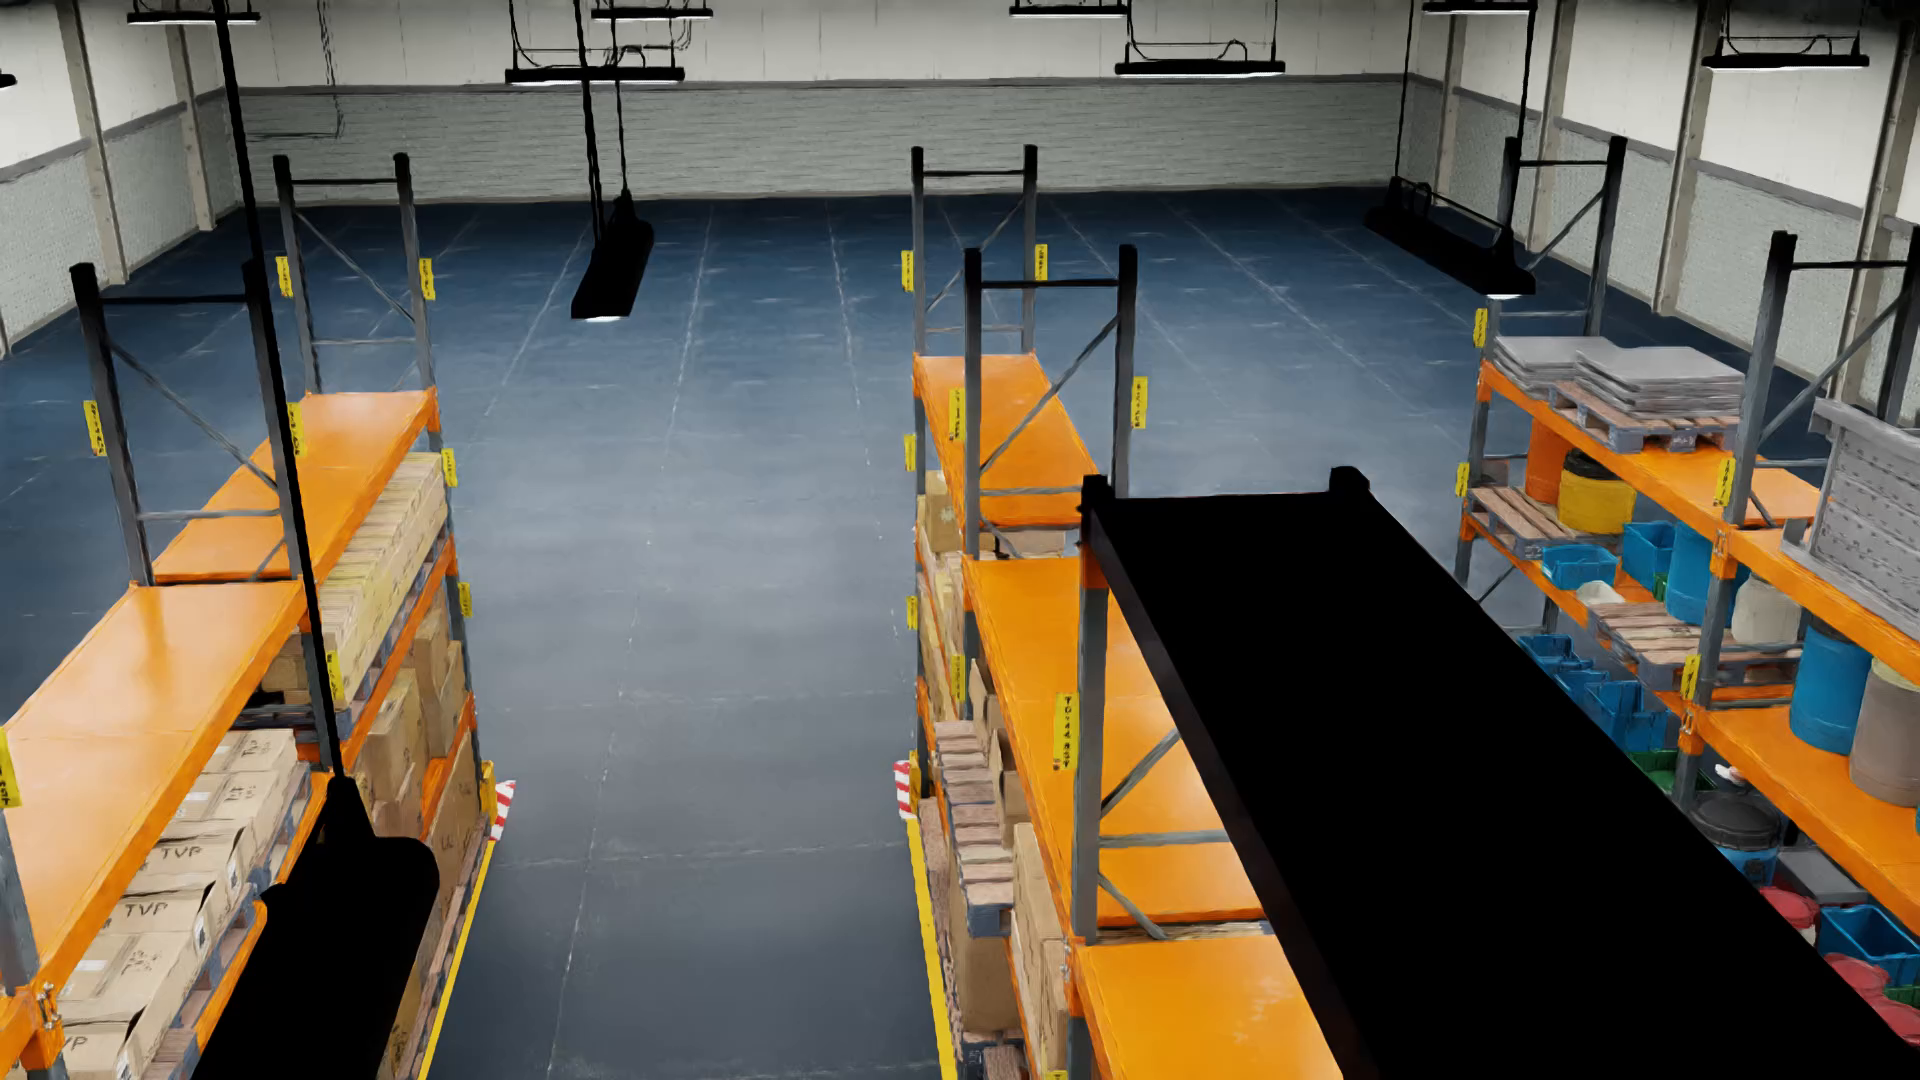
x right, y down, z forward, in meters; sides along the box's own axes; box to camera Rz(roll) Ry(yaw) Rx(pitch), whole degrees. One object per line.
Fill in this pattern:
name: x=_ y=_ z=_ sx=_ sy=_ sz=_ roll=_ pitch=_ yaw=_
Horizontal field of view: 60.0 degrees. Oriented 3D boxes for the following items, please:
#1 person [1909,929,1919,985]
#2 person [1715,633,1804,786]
person: x=7.198 y=2.822 z=12.068 sx=0.447 sy=1.771 sz=0.632 roll=-15 pitch=26 yaw=-34
person: x=7.631 y=1.616 z=15.373 sx=0.481 sy=1.621 sz=0.950 roll=-12 pitch=24 yaw=-27
